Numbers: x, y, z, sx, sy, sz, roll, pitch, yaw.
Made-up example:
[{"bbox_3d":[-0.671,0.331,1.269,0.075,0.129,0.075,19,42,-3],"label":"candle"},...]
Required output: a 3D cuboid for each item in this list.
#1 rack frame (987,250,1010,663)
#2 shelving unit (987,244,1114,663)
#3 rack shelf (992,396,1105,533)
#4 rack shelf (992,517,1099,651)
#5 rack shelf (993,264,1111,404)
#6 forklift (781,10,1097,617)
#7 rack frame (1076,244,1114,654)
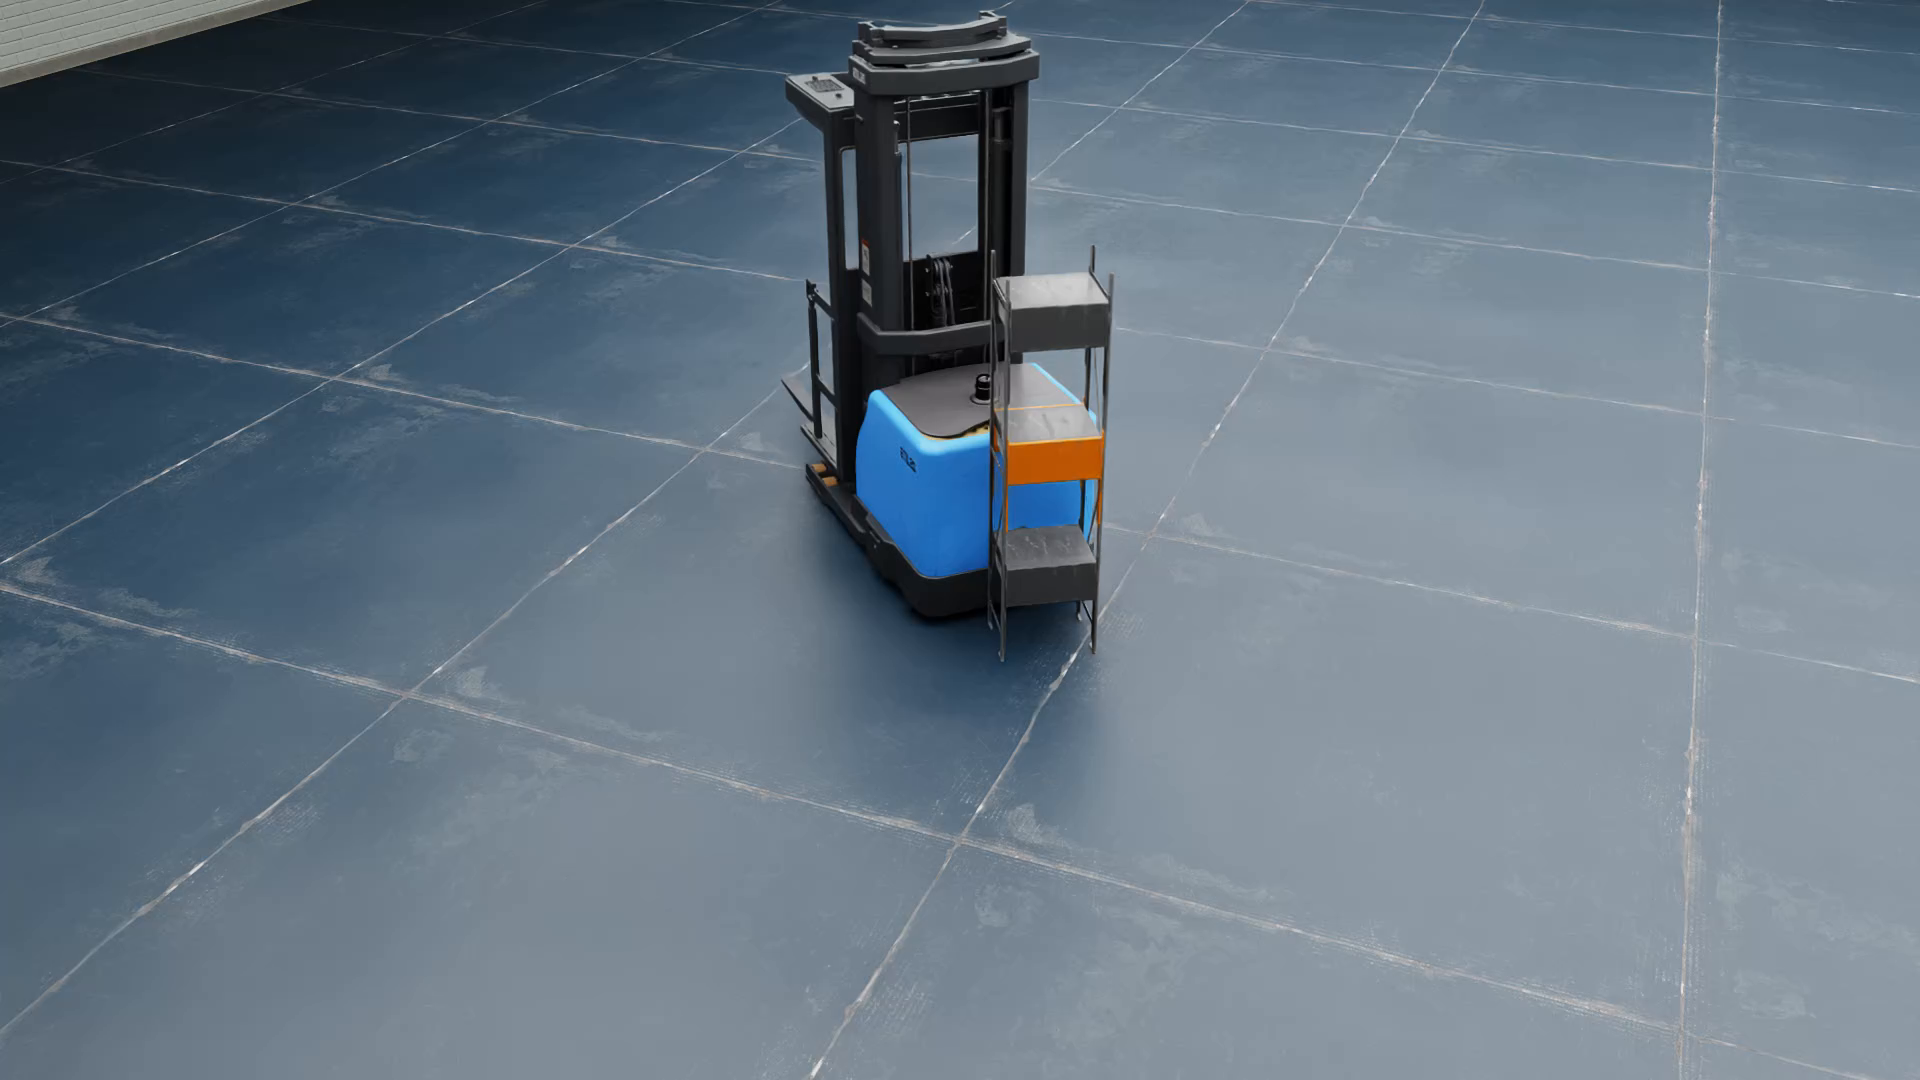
[{"bbox_3d":[0.189,-0.373,8.273,0.015,2.100,0.400,-5,30,-8],"label":"rack frame"},{"bbox_3d":[0.429,-0.393,8.308,0.503,2.100,0.431,-5,30,-8],"label":"shelving unit"},{"bbox_3d":[0.429,-0.381,8.315,0.480,0.518,0.431,-5,30,-8],"label":"rack shelf"},{"bbox_3d":[0.429,0.226,8.663,0.480,0.518,0.431,-5,30,-8],"label":"rack shelf"},{"bbox_3d":[0.429,-0.989,7.967,0.480,0.518,0.431,-5,30,-8],"label":"rack shelf"},{"bbox_3d":[-0.305,-1.571,9.550,1.130,2.935,3.031,-12,32,-20],"label":"forklift"},{"bbox_3d":[0.670,-0.413,8.344,0.015,2.100,0.400,-5,30,-8],"label":"rack frame"}]
